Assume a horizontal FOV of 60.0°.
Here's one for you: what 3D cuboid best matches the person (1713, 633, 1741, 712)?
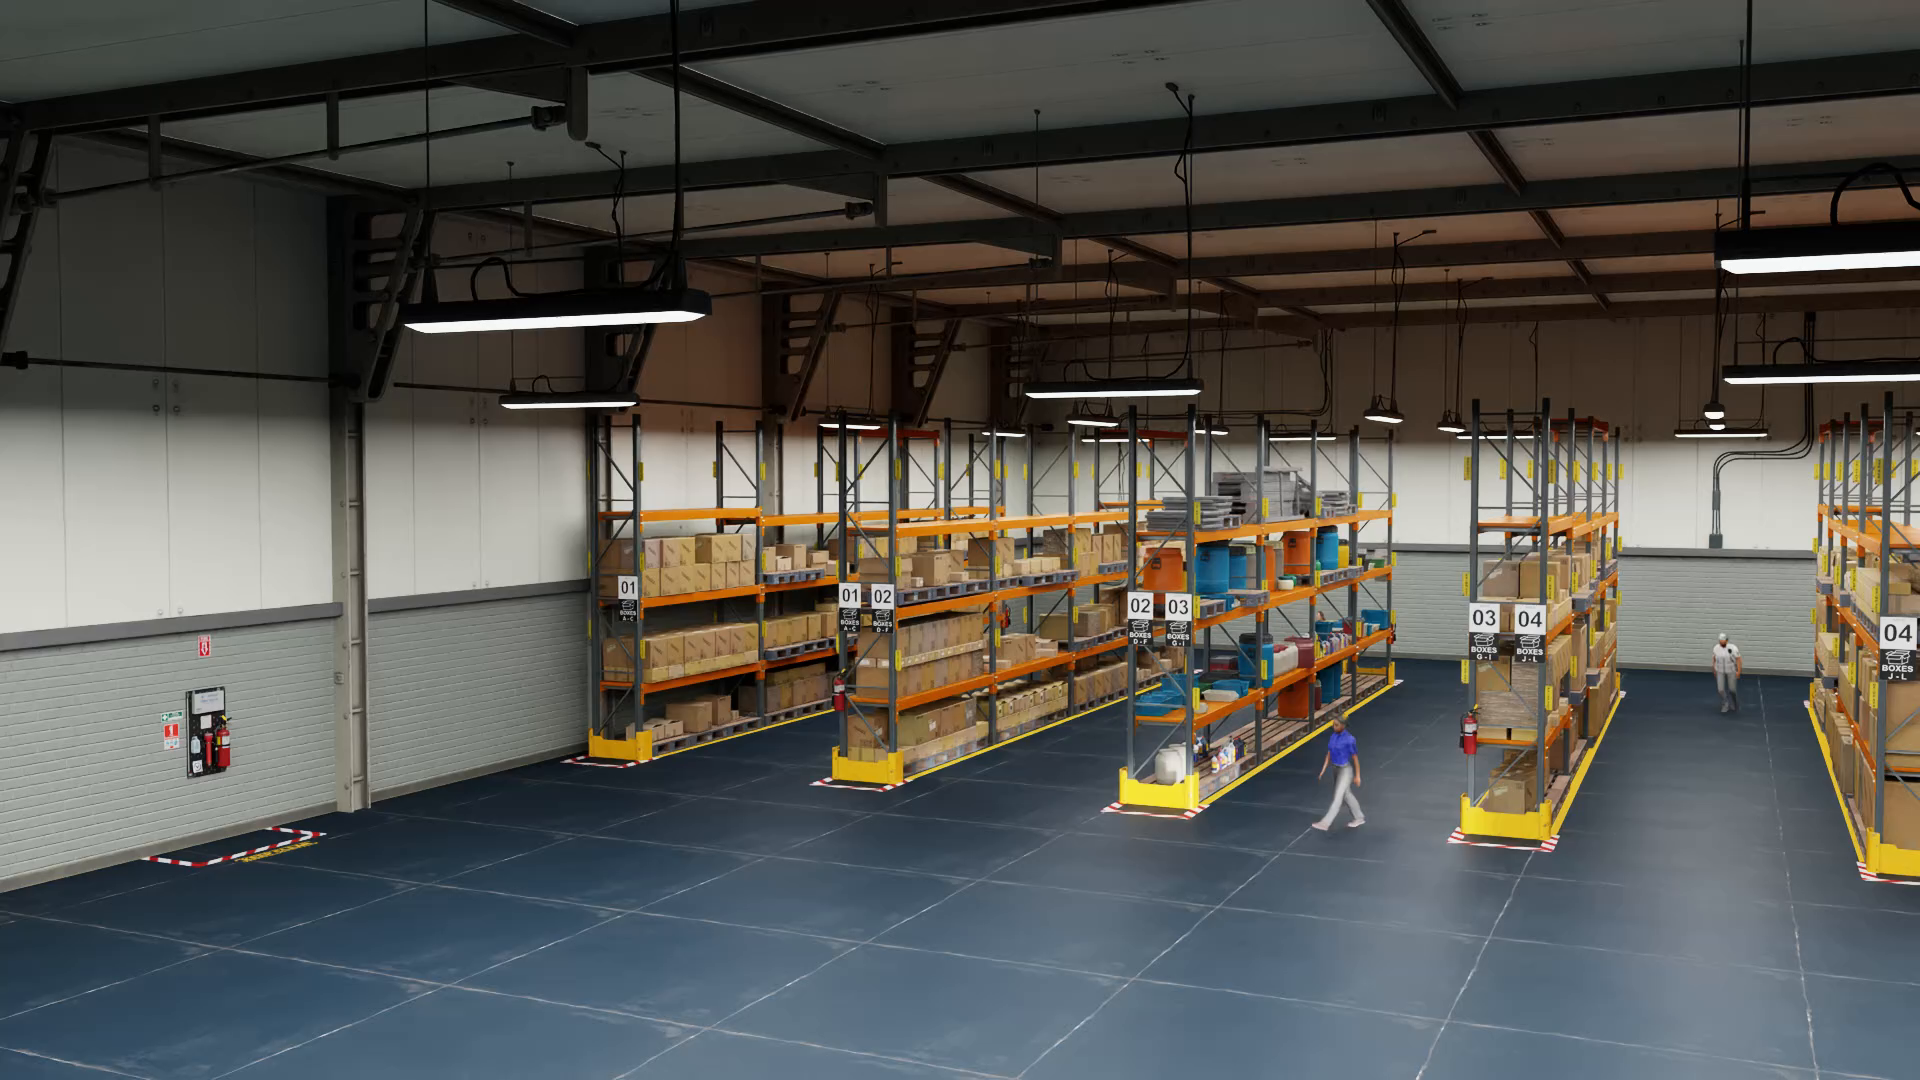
[{"bbox_3d":[16.005,2.762,34.708,0.553,1.646,0.557,2,3,36],"label":"person"}]

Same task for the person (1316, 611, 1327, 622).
[{"bbox_3d":[9.002,2.526,41.061,0.630,1.582,0.672,2,3,36],"label":"person"}]

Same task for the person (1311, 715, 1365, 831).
[{"bbox_3d":[5.240,3.230,23.128,1.045,1.597,0.474,-1,3,-22],"label":"person"}]
